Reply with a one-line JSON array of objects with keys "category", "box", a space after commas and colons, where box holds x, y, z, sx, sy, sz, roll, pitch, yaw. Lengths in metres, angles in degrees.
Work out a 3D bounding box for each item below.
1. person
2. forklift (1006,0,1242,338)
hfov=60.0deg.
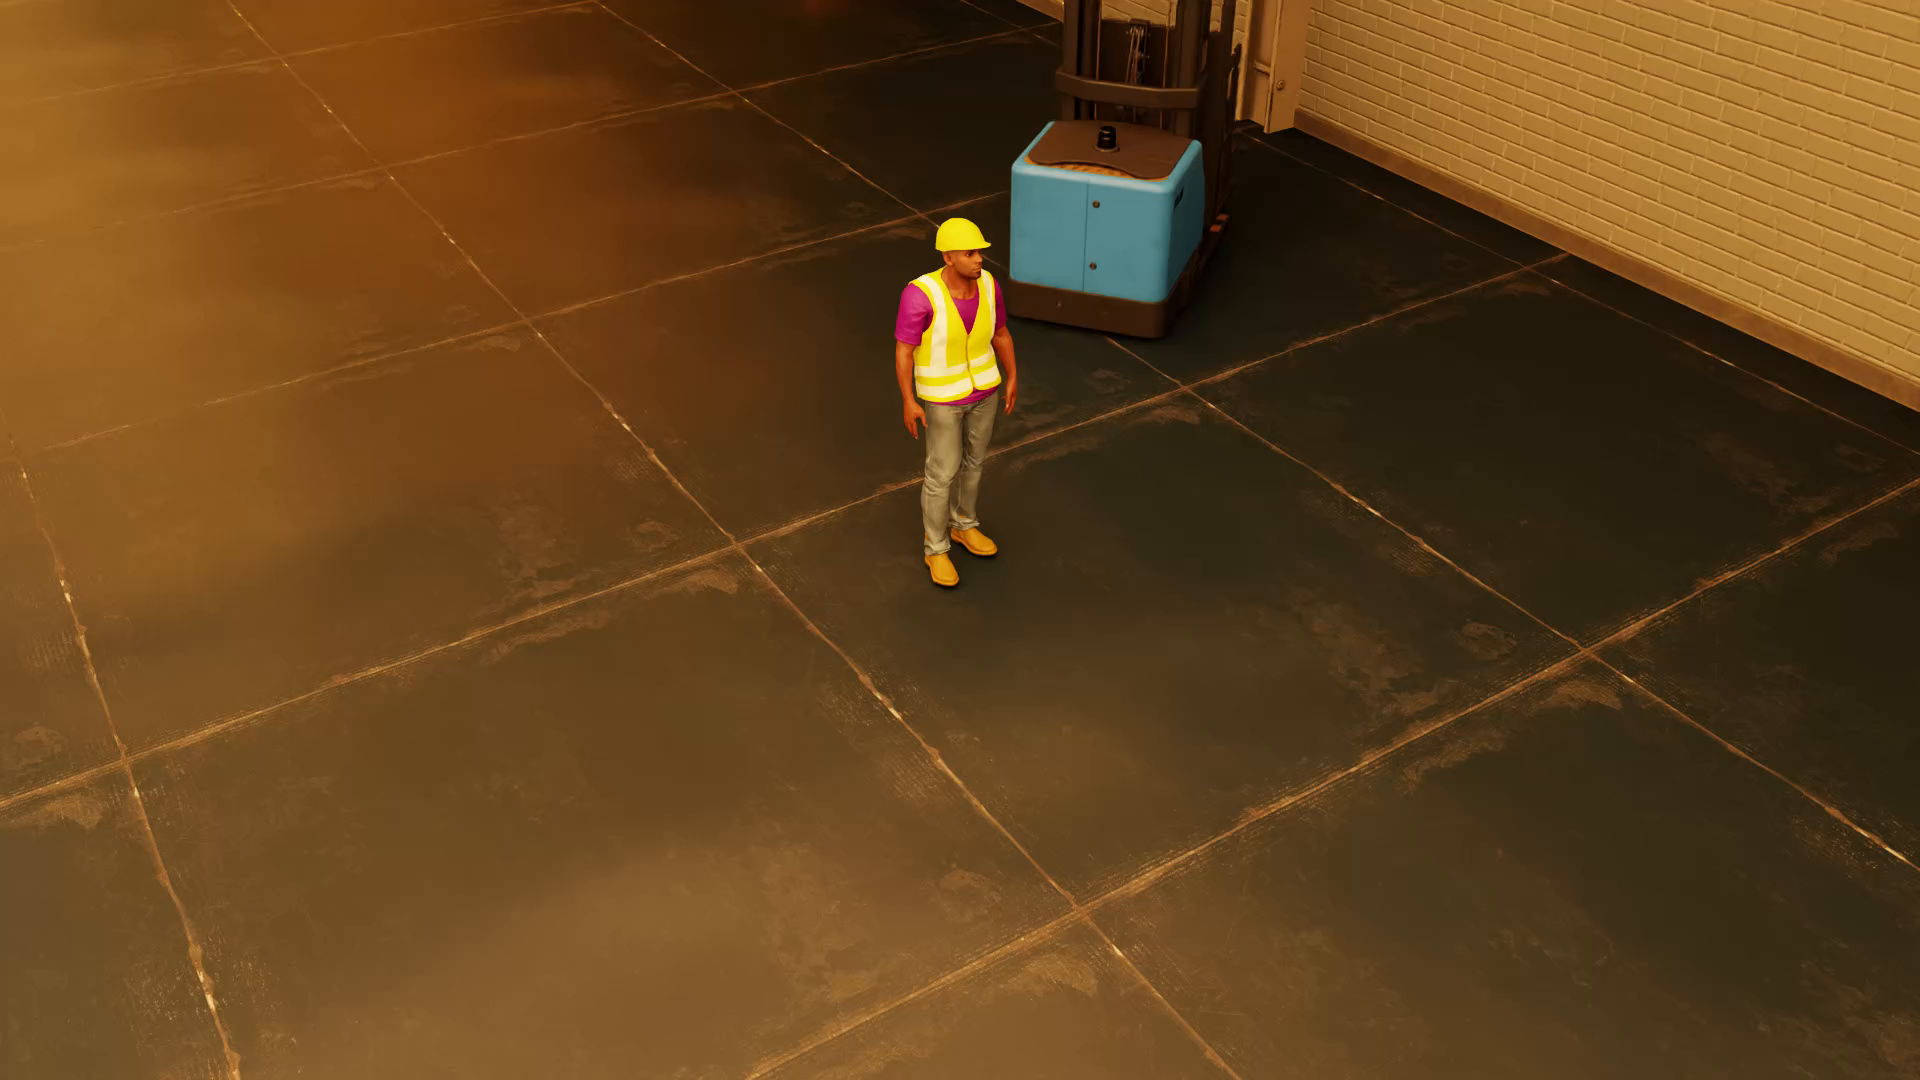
[{"category": "person", "box": [0.034, -0.693, 8.135, 0.666, 1.768, 0.575, -21, 40, -27]}, {"category": "forklift", "box": [1.280, -3.300, 10.845, 1.130, 2.935, 3.031, 12, 37, 16]}]
